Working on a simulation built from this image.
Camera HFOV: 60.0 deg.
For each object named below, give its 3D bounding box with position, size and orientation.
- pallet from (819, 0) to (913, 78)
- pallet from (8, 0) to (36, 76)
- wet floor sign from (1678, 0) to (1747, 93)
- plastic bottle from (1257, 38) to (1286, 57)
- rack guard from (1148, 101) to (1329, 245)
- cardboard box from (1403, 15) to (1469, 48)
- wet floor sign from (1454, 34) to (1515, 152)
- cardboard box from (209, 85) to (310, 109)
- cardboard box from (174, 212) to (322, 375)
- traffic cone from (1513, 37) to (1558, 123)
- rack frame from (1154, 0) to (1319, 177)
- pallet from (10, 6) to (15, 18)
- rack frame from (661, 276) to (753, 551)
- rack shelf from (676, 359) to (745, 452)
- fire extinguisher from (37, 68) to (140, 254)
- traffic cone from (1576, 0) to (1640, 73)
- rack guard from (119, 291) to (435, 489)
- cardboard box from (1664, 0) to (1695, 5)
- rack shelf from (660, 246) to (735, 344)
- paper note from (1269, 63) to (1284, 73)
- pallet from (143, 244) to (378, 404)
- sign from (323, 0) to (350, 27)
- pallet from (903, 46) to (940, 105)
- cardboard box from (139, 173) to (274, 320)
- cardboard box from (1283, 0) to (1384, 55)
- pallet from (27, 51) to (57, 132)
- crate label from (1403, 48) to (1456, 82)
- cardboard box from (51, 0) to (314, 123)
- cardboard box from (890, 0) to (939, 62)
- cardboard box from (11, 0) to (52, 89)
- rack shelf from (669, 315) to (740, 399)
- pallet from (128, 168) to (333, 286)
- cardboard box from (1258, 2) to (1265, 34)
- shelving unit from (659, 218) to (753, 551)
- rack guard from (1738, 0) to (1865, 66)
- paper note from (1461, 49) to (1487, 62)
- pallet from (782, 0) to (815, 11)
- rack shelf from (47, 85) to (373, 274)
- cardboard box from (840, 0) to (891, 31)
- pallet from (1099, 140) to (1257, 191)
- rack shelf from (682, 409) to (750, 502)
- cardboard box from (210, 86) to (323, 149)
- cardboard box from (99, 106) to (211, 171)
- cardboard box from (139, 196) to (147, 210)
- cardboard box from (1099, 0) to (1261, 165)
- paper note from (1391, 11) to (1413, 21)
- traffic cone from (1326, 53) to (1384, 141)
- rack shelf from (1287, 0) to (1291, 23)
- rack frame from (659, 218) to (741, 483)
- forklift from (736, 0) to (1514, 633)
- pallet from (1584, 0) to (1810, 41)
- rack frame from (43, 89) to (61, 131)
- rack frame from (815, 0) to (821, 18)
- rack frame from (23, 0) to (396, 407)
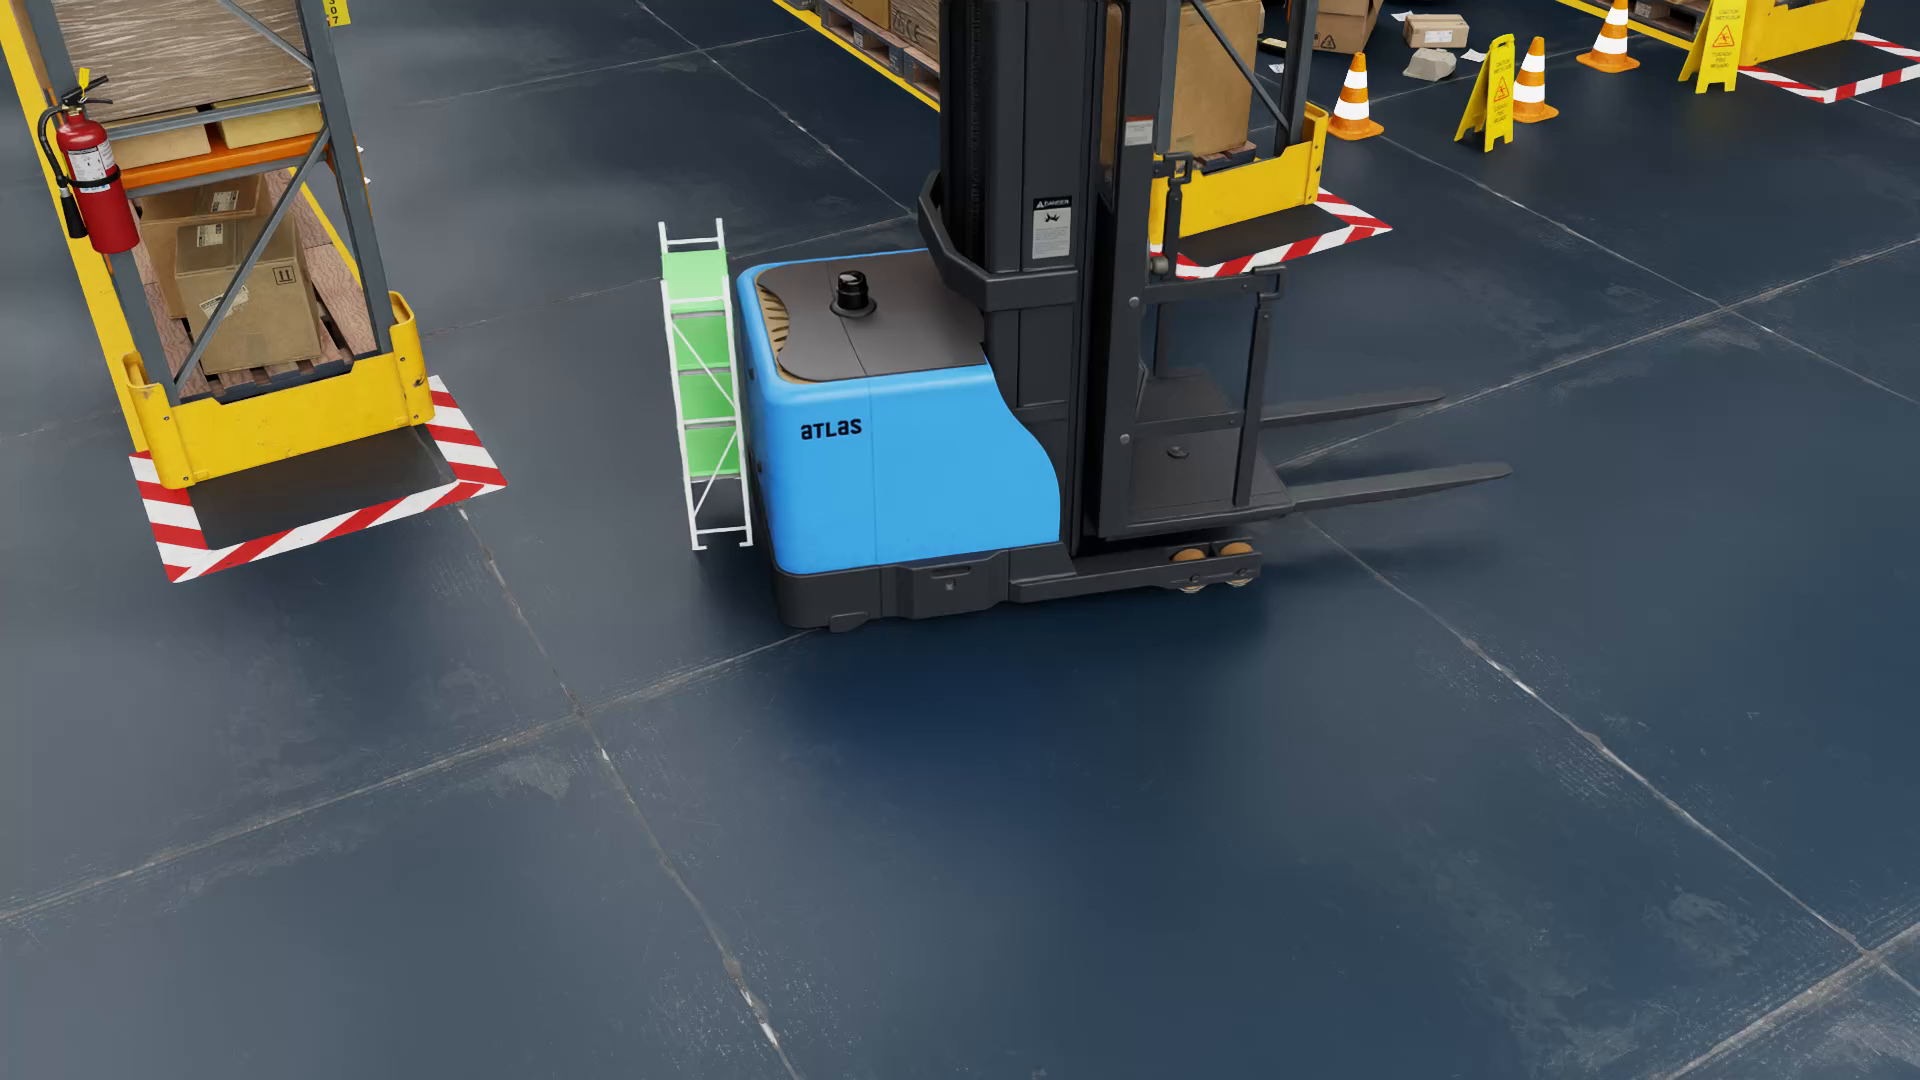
[{"bbox_3d":[-0.260,-3.555,11.438,1.003,0.211,1.213,-19,40,-24],"label":"pallet"},{"bbox_3d":[-5.923,-3.567,11.455,1.003,0.211,1.213,-19,40,-24],"label":"pallet"},{"bbox_3d":[4.835,-3.205,10.592,0.267,0.644,0.232,-6,37,-8],"label":"wet floor sign"},{"bbox_3d":[2.124,-3.352,11.288,0.283,0.061,0.133,26,44,31],"label":"plastic bottle"},{"bbox_3d":[1.448,-2.030,9.106,1.175,0.500,0.348,-19,40,-24],"label":"rack guard"},{"bbox_3d":[3.260,-3.488,11.400,0.380,0.149,0.250,0,36,0],"label":"cardboard box"},{"bbox_3d":[3.162,-2.673,9.863,0.267,0.644,0.232,-26,44,-31],"label":"wet floor sign"},{"bbox_3d":[-2.950,-1.881,6.996,0.380,0.149,0.250,-19,40,-24],"label":"cardboard box"},{"bbox_3d":[-3.203,-1.117,7.500,0.500,0.500,0.500,-12,38,-16],"label":"cardboard box"},{"bbox_3d":[3.544,-2.880,10.301,0.336,0.463,0.334,-19,40,-24],"label":"traffic cone"},{"bbox_3d":[1.435,-3.052,8.385,1.000,3.000,0.127,-19,40,-24],"label":"rack frame"},{"bbox_3d":[-6.532,-4.188,12.306,1.003,0.211,1.213,-19,40,-24],"label":"pallet"},{"bbox_3d":[-0.958,-0.457,6.358,0.240,1.200,0.015,-6,37,-7],"label":"rack frame"},{"bbox_3d":[-0.997,-0.548,6.590,0.258,0.148,0.480,-6,37,-7],"label":"rack shelf"},{"bbox_3d":[-3.245,-1.407,6.199,0.296,0.674,0.183,-19,40,-24],"label":"fire extinguisher"},{"bbox_3d":[4.333,-3.383,10.989,0.336,0.463,0.334,-19,40,-24],"label":"traffic cone"},{"bbox_3d":[-2.942,-0.663,7.234,1.175,0.500,0.348,-19,40,-24],"label":"rack guard"},{"bbox_3d":[5.014,-3.974,11.623,0.500,0.250,0.500,-19,40,-24],"label":"cardboard box"},{"bbox_3d":[-0.998,-0.935,6.307,0.258,0.148,0.480,-6,37,-7],"label":"rack shelf"},{"bbox_3d":[2.137,-3.134,11.016,0.144,0.017,0.142,-6,37,-8],"label":"paper note"},{"bbox_3d":[-3.320,-0.971,7.901,1.003,0.211,1.213,-19,40,-24],"label":"pallet"},{"bbox_3d":[-2.435,-2.144,6.408,0.100,0.325,0.005,-19,40,-24],"label":"sign"},{"bbox_3d":[0.357,-2.932,10.585,1.003,0.211,1.213,-19,40,-24],"label":"pallet"},{"bbox_3d":[-3.533,-1.412,7.903,0.500,0.500,0.500,-9,37,-12],"label":"cardboard box"},{"bbox_3d":[2.593,-3.708,11.400,0.637,0.503,0.797,12,38,16],"label":"cardboard box"},{"bbox_3d":[-5.306,-2.944,10.602,1.003,0.211,1.213,-19,40,-24],"label":"pallet"},{"bbox_3d":[3.096,-3.131,10.921,0.298,0.136,0.250,19,40,24],"label":"crate label"},{"bbox_3d":[-3.156,-2.083,6.721,0.875,0.500,0.500,-19,40,-24],"label":"cardboard box"},{"bbox_3d":[0.137,-3.603,10.586,0.875,0.875,0.875,-19,40,-24],"label":"cardboard box"},{"bbox_3d":[-3.511,-2.302,7.022,0.875,0.500,0.500,-19,40,-24],"label":"cardboard box"},{"bbox_3d":[-0.997,-0.742,6.449,0.258,0.148,0.480,-6,37,-7],"label":"rack shelf"},{"bbox_3d":[-3.929,-1.593,8.751,1.003,0.211,1.213,-19,40,-24],"label":"pallet"},{"bbox_3d":[1.882,-3.657,11.532,0.396,0.266,0.258,-12,38,-16],"label":"cardboard box"},{"bbox_3d":[-0.997,-0.599,6.553,0.258,1.200,0.503,-6,37,-7],"label":"shelving unit"},{"bbox_3d":[5.626,-3.599,11.254,1.175,0.500,0.348,-19,40,-24],"label":"rack guard"},{"bbox_3d":[3.469,-3.263,11.192,0.142,0.019,0.148,26,44,31],"label":"paper note"},{"bbox_3d":[-1.027,-4.337,12.509,1.003,0.211,1.213,-19,40,-24],"label":"pallet"},{"bbox_3d":[-3.909,-2.363,8.052,1.077,0.370,4.000,-19,40,-24],"label":"rack shelf"},{"bbox_3d":[-0.319,-4.062,11.213,0.875,0.875,0.875,-18,40,-23],"label":"cardboard box"},{"bbox_3d":[0.966,-2.310,9.734,1.003,0.211,1.213,-19,40,-24],"label":"pallet"},{"bbox_3d":[-0.997,-0.354,6.732,0.258,0.148,0.480,-6,37,-7],"label":"rack shelf"},{"bbox_3d":[-2.841,-1.748,6.813,0.380,0.149,0.250,-19,40,-24],"label":"cardboard box"},{"bbox_3d":[-3.226,-1.616,6.633,0.380,0.149,0.250,-19,40,-24],"label":"cardboard box"},{"bbox_3d":[-3.831,-1.737,8.348,0.500,0.500,0.500,-15,39,-20],"label":"cardboard box"},{"bbox_3d":[1.038,-2.690,9.335,0.875,0.875,0.875,-19,40,-24],"label":"cardboard box"},{"bbox_3d":[3.172,-3.736,11.850,0.148,0.019,0.142,-6,37,-8],"label":"paper note"},{"bbox_3d":[2.396,-2.719,10.080,0.336,0.463,0.334,-19,40,-24],"label":"traffic cone"},{"bbox_3d":[0.431,-3.781,9.994,1.077,0.370,4.000,-19,40,-24],"label":"rack shelf"},{"bbox_3d":[-1.036,-0.741,6.747,0.240,1.200,0.015,-6,37,-7],"label":"rack frame"},{"bbox_3d":[0.702,-1.280,6.018,3.031,2.935,1.130,-7,37,-10],"label":"forklift"},{"bbox_3d":[5.249,-3.908,11.921,1.003,0.211,1.213,-19,40,-24],"label":"pallet"},{"bbox_3d":[-4.914,-3.673,9.236,1.000,3.000,0.127,-19,40,-24],"label":"rack frame"},{"bbox_3d":[-0.574,-5.092,11.178,1.000,3.000,0.127,-19,40,-24],"label":"rack frame"},{"bbox_3d":[-2.904,-1.634,6.443,1.000,3.000,0.127,-19,40,-24],"label":"rack frame"}]
